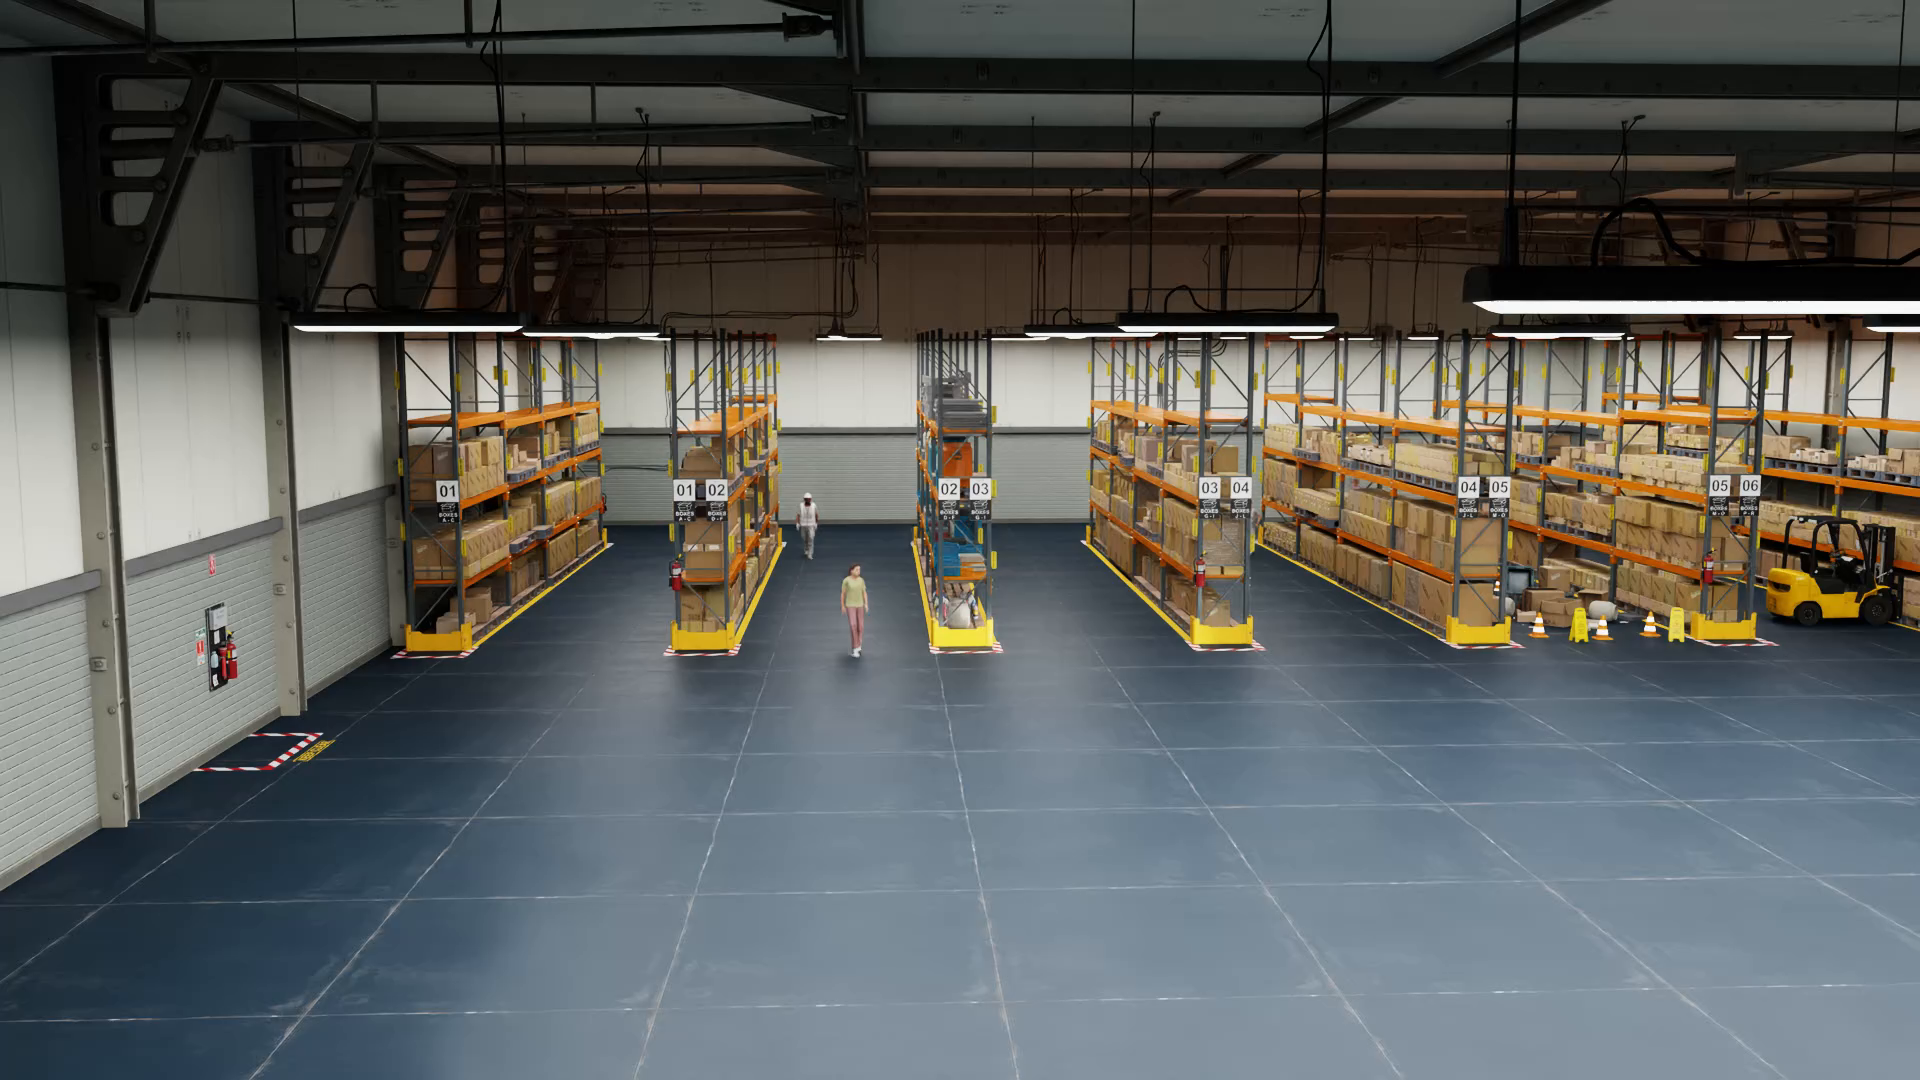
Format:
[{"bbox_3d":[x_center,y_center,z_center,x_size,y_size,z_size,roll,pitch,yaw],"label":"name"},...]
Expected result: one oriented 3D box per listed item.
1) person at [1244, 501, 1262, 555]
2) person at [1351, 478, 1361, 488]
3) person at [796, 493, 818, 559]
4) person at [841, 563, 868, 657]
[{"bbox_3d":[7.771,-0.307,44.595,0.608,1.574,0.684,1,7,7],"label":"person"},{"bbox_3d":[12.206,-1.118,51.231,0.607,1.582,0.435,-4,8,-33],"label":"person"},{"bbox_3d":[-4.093,-0.398,44.503,0.569,1.721,1.069,0,7,0],"label":"person"},{"bbox_3d":[-1.899,1.279,30.816,0.466,1.687,0.690,-3,8,-26],"label":"person"}]
